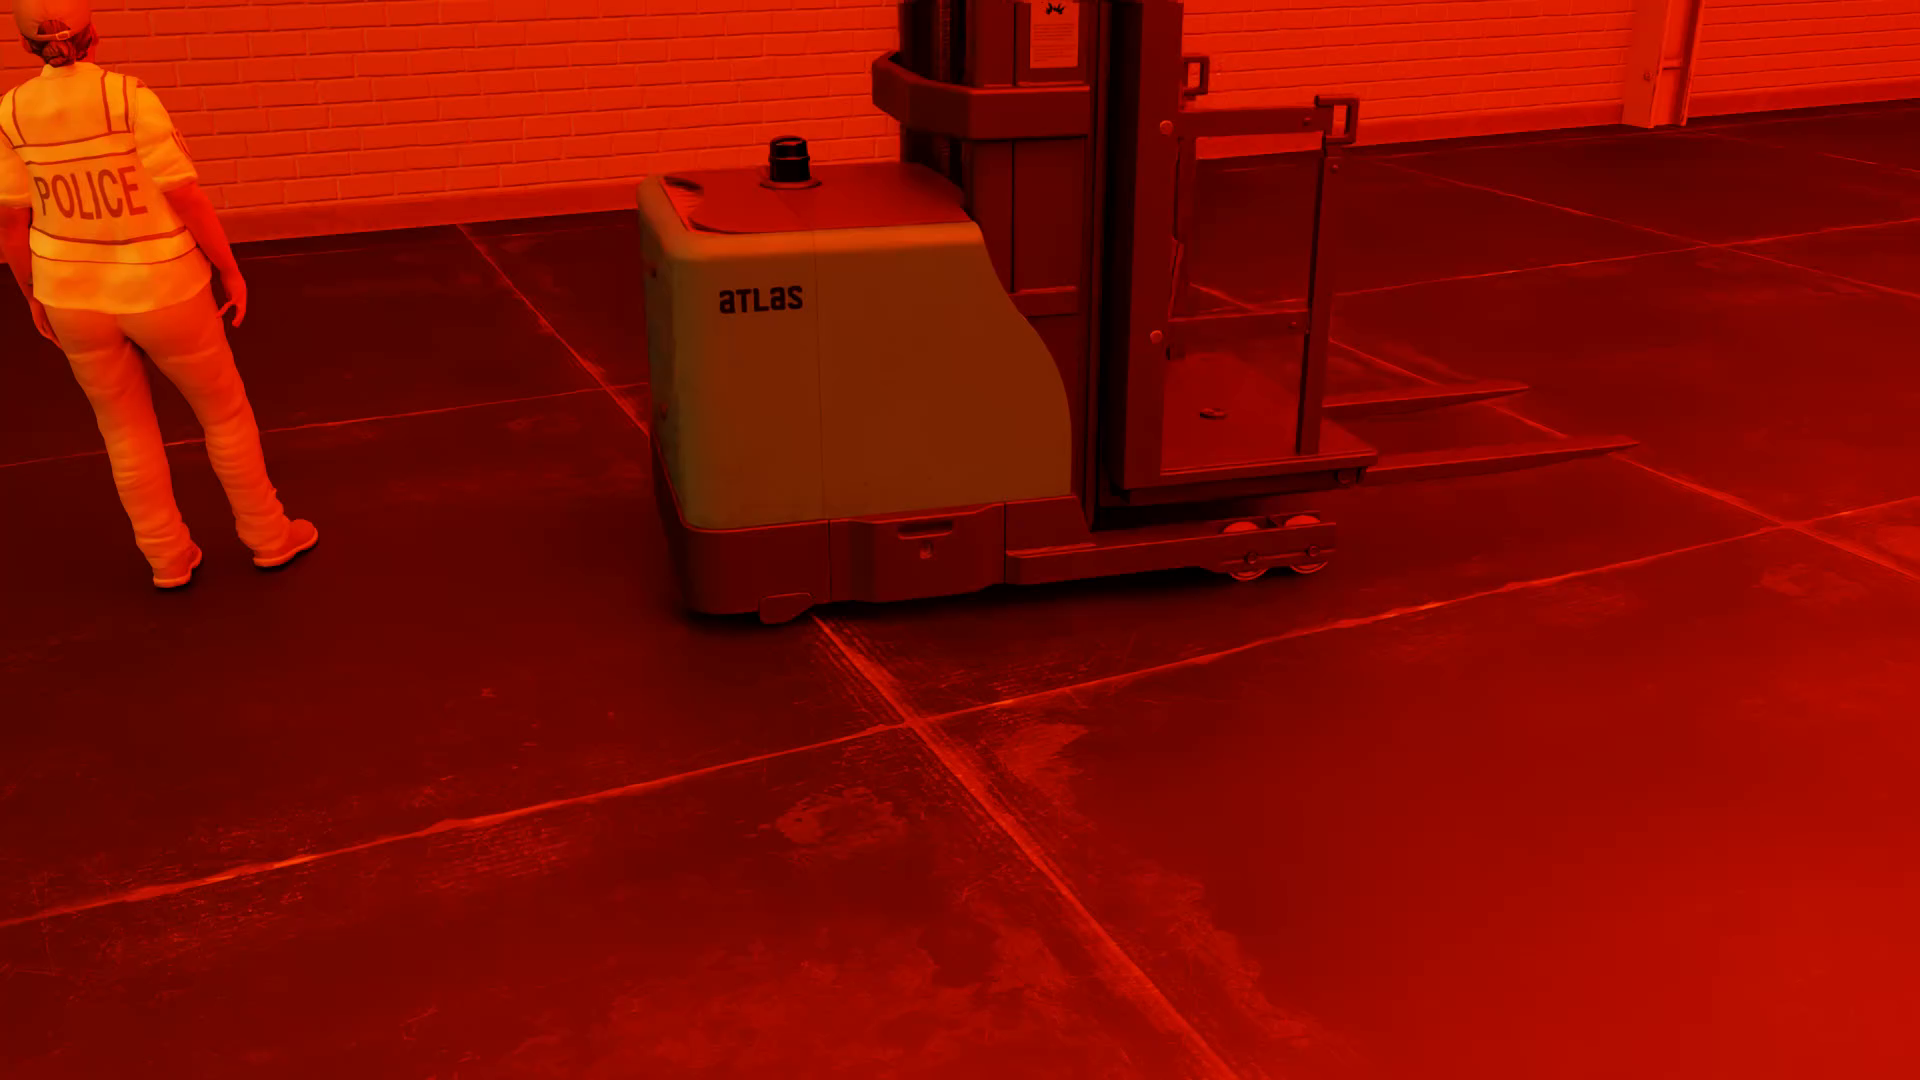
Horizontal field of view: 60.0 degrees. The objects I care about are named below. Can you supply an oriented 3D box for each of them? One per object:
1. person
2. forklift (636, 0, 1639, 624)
[{"bbox_3d":[-2.227,-0.679,4.550,0.596,1.670,0.530,-3,23,-8],"label":"person"},{"bbox_3d":[0.607,-1.425,4.717,3.031,2.935,1.130,-6,23,-14],"label":"forklift"}]
